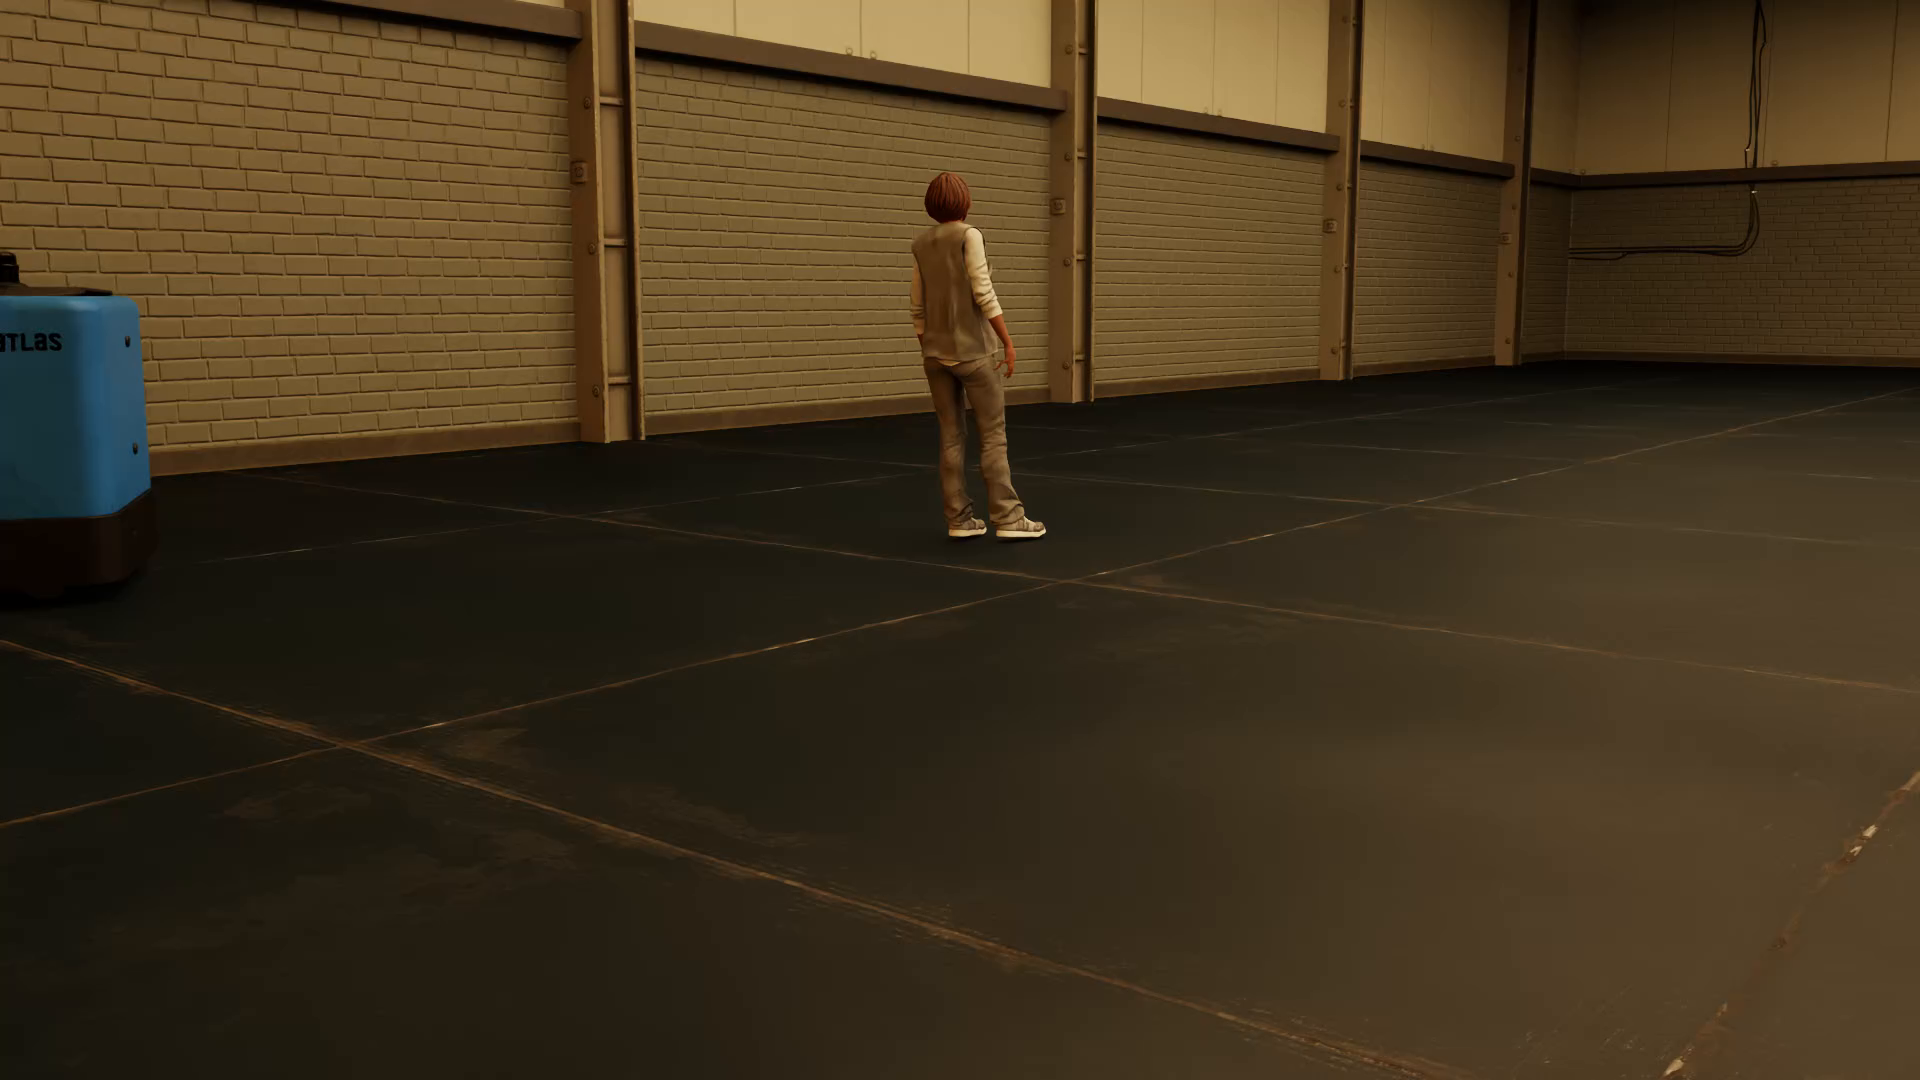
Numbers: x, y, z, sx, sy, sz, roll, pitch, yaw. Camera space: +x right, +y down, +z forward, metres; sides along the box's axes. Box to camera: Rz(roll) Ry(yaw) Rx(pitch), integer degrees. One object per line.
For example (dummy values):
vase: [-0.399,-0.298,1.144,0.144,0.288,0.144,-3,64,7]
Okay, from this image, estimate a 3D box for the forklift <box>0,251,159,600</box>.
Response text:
forklift: [-4.558,-1.229,5.678,3.031,2.935,1.130,-3,9,-18]

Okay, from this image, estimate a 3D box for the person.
person: [0.057,-0.797,7.337,0.520,1.582,0.475,7,11,38]
